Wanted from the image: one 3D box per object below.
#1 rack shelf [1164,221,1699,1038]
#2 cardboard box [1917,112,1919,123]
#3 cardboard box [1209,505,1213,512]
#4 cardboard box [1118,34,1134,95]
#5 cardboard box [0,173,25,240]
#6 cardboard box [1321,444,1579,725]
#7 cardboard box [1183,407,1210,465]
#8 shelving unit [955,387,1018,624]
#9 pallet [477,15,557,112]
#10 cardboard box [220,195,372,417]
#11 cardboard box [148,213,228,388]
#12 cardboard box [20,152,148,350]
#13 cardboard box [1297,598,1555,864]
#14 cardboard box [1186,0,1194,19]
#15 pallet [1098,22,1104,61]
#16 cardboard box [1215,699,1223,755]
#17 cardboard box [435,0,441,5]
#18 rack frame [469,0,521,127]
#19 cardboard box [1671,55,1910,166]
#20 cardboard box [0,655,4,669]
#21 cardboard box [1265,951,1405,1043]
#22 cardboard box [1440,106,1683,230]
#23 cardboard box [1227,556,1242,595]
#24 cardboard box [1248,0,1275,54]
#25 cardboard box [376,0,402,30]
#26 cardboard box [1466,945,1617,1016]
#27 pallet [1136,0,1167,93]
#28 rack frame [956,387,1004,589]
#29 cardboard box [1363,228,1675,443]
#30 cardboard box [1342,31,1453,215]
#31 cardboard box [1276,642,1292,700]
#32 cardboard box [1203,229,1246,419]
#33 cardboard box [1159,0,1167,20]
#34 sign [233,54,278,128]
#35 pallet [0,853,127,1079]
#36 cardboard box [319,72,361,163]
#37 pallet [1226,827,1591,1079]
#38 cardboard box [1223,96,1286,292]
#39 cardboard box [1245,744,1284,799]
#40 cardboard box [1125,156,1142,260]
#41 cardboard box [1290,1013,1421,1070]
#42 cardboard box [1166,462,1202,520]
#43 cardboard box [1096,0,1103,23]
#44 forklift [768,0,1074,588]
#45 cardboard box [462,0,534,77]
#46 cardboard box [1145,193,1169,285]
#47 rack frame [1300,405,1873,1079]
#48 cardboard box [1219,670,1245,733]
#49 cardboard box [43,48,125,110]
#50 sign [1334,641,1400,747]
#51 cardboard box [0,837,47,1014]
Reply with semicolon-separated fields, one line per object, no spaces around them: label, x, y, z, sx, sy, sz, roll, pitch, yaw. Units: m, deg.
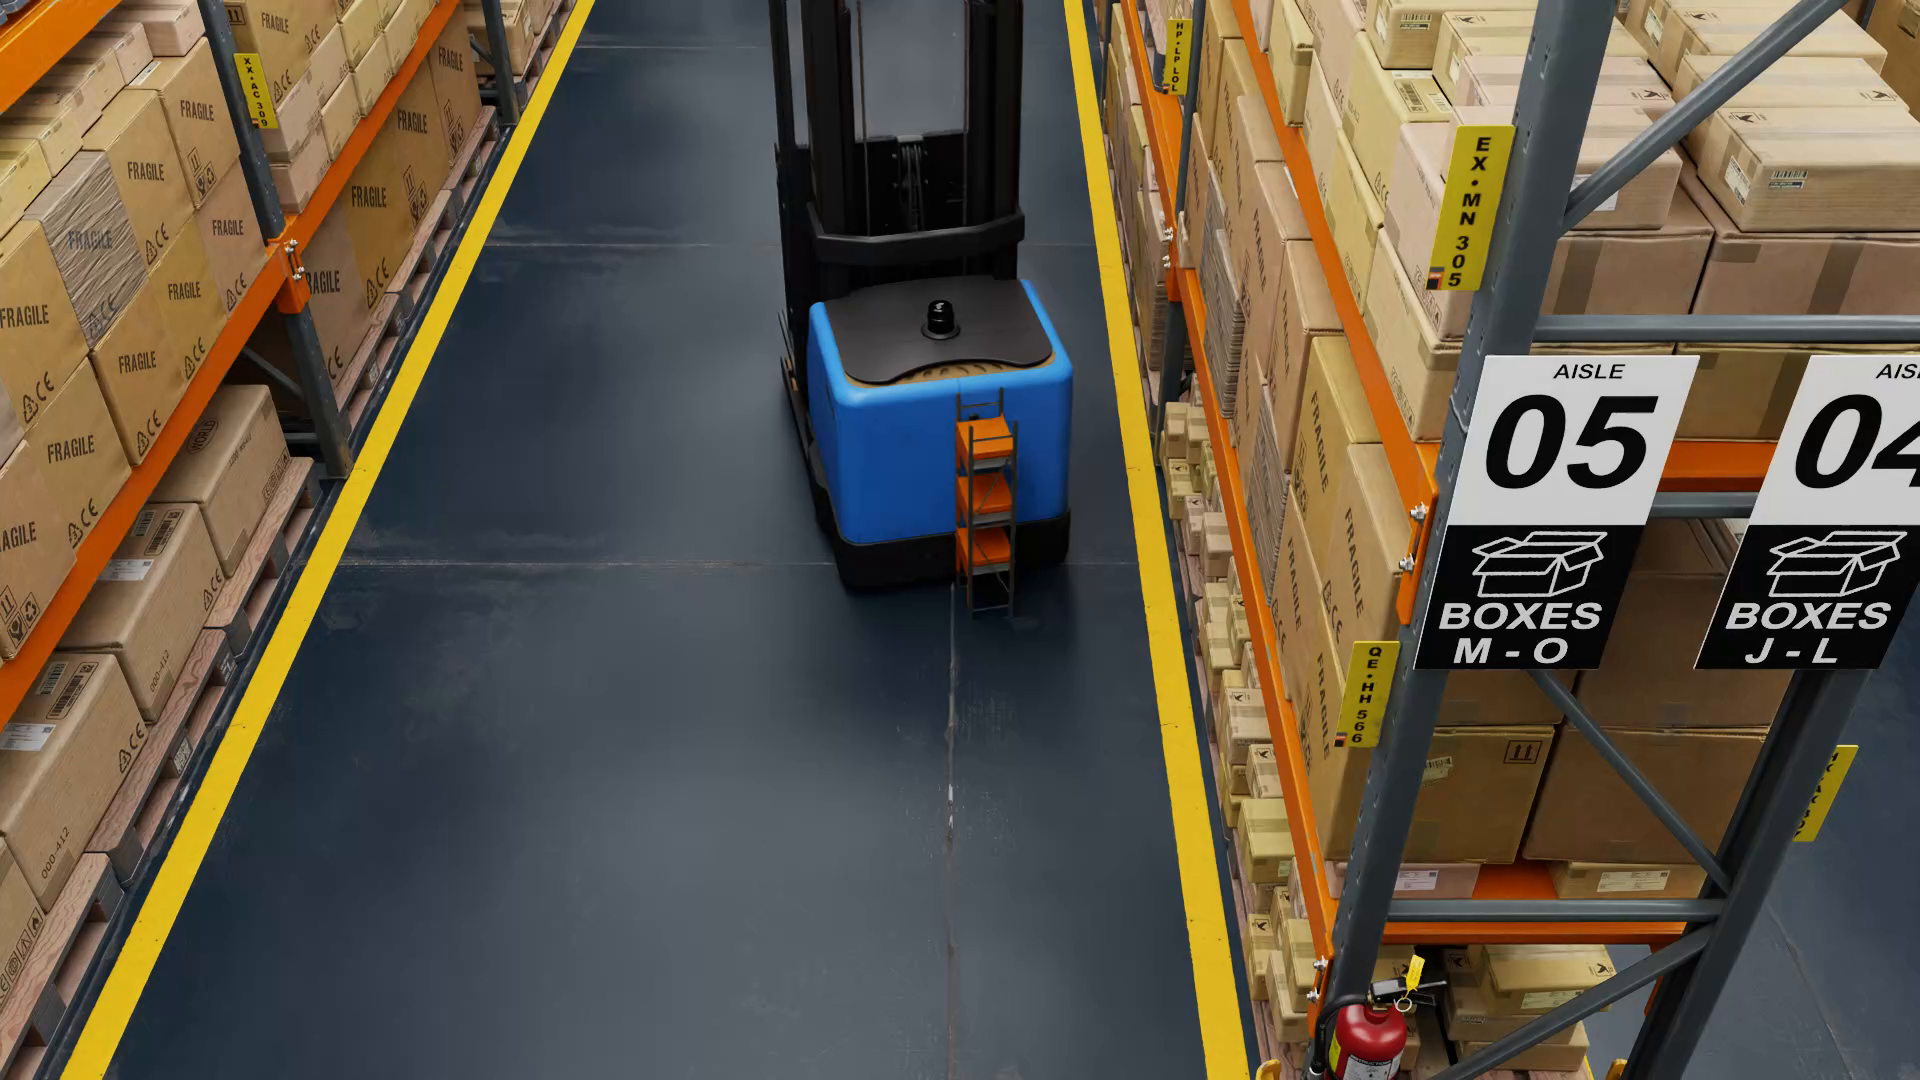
rack shelf;1.465;-0.033;5.968;1.077;0.370;4.000;0;39;0
cardboard box;6.391;-2.352;9.649;1.225;0.875;0.875;0;39;0
cardboard box;1.267;-0.026;7.089;0.380;0.149;0.250;-2;39;-2
cardboard box;1.217;-2.798;9.907;0.500;0.250;0.500;0;39;-1
cardboard box;-3.215;-1.034;5.244;0.380;0.149;0.250;0;39;0
cardboard box;1.218;0.106;4.102;0.500;0.500;0.500;-1;39;-1
cardboard box;1.197;-0.460;7.394;0.380;0.149;0.250;2;39;2
shelving unit;0.108;-0.131;7.073;0.215;1.050;0.252;-8;39;-10
pallet;-3.491;-3.399;11.823;1.003;0.211;1.213;0;39;0
cardboard box;-3.568;-1.220;8.237;0.875;0.875;0.875;1;39;1
cardboard box;-3.225;-0.925;6.426;0.500;0.500;0.500;-1;39;-1
cardboard box;-3.208;-0.996;5.715;0.500;0.500;0.500;0;39;1
cardboard box;1.209;0.501;4.408;0.500;0.500;0.500;1;39;1
cardboard box;1.267;-2.443;7.789;0.380;0.149;0.250;-1;39;-1
pallet;1.532;-3.471;11.912;1.003;0.211;1.213;0;39;0
cardboard box;1.186;0.746;6.365;0.380;0.149;0.250;1;39;1
cardboard box;-3.216;-3.305;9.595;0.500;0.250;0.500;1;39;1
rack frame;-3.492;-3.999;10.341;1.000;3.000;0.127;0;39;0
cardboard box;1.712;-0.888;3.462;0.380;0.149;0.250;1;39;2
cardboard box;-3.225;0.348;4.837;0.500;0.500;0.500;-1;39;-1
cardboard box;1.181;1.440;5.261;0.380;0.149;0.250;-1;39;-1
cardboard box;1.173;-0.733;3.269;0.380;0.149;0.250;0;39;0
cardboard box;1.271;0.191;6.582;0.380;0.149;0.250;-2;39;-2
cardboard box;1.190;-1.748;5.253;0.500;0.250;0.500;2;39;2
cardboard box;-3.211;-2.867;8.650;0.500;0.250;0.500;-1;39;-1
cardboard box;1.806;1.326;5.165;0.380;0.149;0.250;-2;39;-2
pallet;1.501;-2.753;8.940;1.003;0.211;1.213;0;39;0
rack frame;0.082;-0.205;7.166;0.200;1.050;0.008;-8;39;-10
cardboard box;1.202;-0.459;3.646;0.500;0.250;0.500;-1;39;-1
cardboard box;1.210;-0.978;3.893;0.500;0.250;0.500;-1;39;-1
cardboard box;1.182;0.360;5.104;0.380;0.149;0.250;1;39;1
cardboard box;1.183;-0.785;6.013;0.500;0.500;0.500;-1;39;-1
cardboard box;1.259;-2.860;8.785;0.380;0.149;0.250;-1;39;-2
sign;-2.932;-1.868;6.926;0.100;0.325;0.005;0;39;0
pallet;-3.562;1.592;5.595;1.003;0.211;1.213;0;39;0
cardboard box;-3.226;-2.038;8.014;0.500;0.250;0.500;-1;39;-1
pallet;1.501;1.470;5.747;1.003;0.211;1.213;0;39;0
cardboard box;1.205;-1.188;5.716;0.500;0.500;0.500;1;39;1
cardboard box;1.206;0.842;5.769;0.380;0.149;0.250;-1;39;-2
cardboard box;1.213;-1.857;9.332;0.500;0.500;0.500;-1;39;-1
cardboard box;1.258;1.557;5.353;0.380;0.149;0.250;1;39;1
cardboard box;1.142;-0.221;7.572;0.380;0.149;0.250;1;39;1
cardboard box;1.543;-4.279;12.154;1.050;0.750;0.750;1;39;1
forklift;-0.322;-1.859;7.725;1.130;2.935;3.031;-8;39;-10
cardboard box;-3.483;-3.491;11.473;0.950;0.372;0.625;-2;39;-3
cardboard box;1.209;-1.511;8.300;0.500;0.250;0.500;-1;39;-1
rack frame;1.467;0.937;4.182;1.000;3.000;0.127;0;39;0
cardboard box;1.183;0.631;6.270;0.380;0.149;0.250;2;39;2
cardboard box;-3.287;-1.667;6.033;0.380;0.149;0.250;0;39;0
sign;0.912;0.350;3.736;0.100;0.325;0.005;0;39;0
cardboard box;-3.584;1.427;5.284;0.875;0.438;0.875;-1;39;-2
